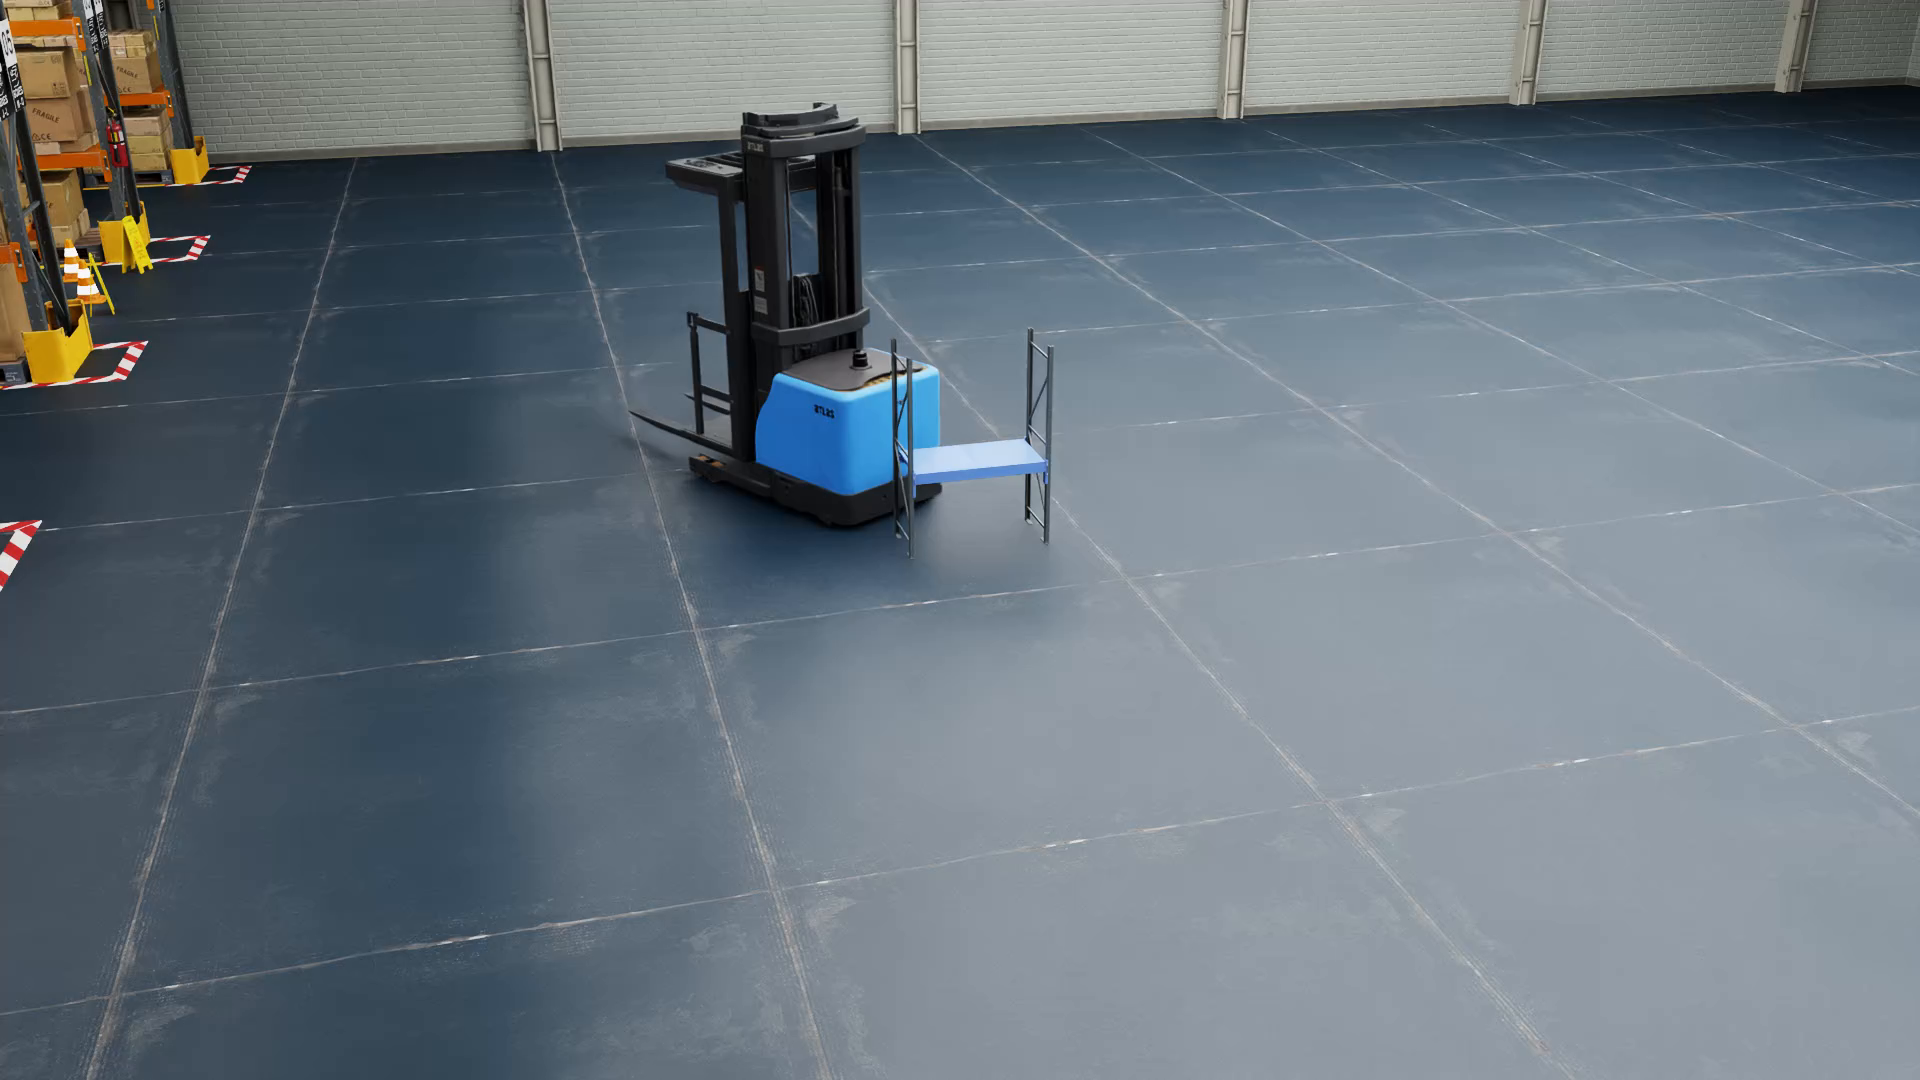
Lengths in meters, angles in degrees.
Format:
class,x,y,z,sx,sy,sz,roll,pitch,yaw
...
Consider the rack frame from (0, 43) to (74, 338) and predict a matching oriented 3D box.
class,x,y,z,sx,sy,sz,roll,pitch,yaw
rack frame,-8.764,-3.081,15.625,0.127,3.000,1.000,-6,24,-14

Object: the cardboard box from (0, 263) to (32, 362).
class,x,y,z,sx,sy,sz,roll,pitch,yaw
cardboard box,-9.400,-2.200,15.735,0.875,0.875,0.875,-6,24,-14

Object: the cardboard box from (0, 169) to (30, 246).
class,x,y,z,sx,sy,sz,roll,pitch,yaw
cardboard box,-9.110,-3.093,15.464,0.550,0.550,0.875,-6,24,-14

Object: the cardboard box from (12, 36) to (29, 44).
class,x,y,z,sx,sy,sz,roll,pitch,yaw
cardboard box,-13.307,-7.030,23.503,0.250,0.149,0.380,-6,24,-14

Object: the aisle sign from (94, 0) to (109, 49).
class,x,y,z,sx,sy,sz,roll,pitch,yaw
aisle sign,-10.223,-6.268,19.757,0.004,0.787,0.394,-6,24,-14

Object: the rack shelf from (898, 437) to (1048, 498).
class,x,y,z,sx,sy,sz,roll,pitch,yaw
rack shelf,0.082,-0.533,12.046,1.000,0.185,0.538,-6,24,-14

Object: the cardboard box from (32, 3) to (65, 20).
class,x,y,z,sx,sy,sz,roll,pitch,yaw
cardboard box,-10.467,-6.068,19.102,0.250,0.149,0.380,-6,24,-14

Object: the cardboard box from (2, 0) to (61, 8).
class,x,y,z,sx,sy,sz,roll,pitch,yaw
cardboard box,-10.619,-6.239,18.994,0.500,0.250,0.500,-7,24,-15

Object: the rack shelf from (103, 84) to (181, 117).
class,x,y,z,sx,sy,sz,roll,pitch,yaw
rack shelf,-13.469,-6.290,24.016,4.000,0.370,1.077,-6,24,-14

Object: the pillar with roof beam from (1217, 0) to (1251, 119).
class,x,y,z,sx,sy,sz,roll,pitch,yaw
pillar with roof beam,6.037,-10.141,24.472,0.400,9.000,9.100,-6,24,-14

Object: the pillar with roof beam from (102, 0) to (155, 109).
class,x,y,z,sx,sy,sz,roll,pitch,yaw
pillar with roof beam,-11.294,-8.224,20.004,0.400,9.000,9.100,-6,24,-14

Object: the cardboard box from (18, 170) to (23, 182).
class,x,y,z,sx,sy,sz,roll,pitch,yaw
cardboard box,-11.235,-4.272,19.584,0.250,0.149,0.380,-6,24,-13

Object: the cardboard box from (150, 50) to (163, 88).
class,x,y,z,sx,sy,sz,roll,pitch,yaw
cardboard box,-12.095,-6.932,24.474,0.500,0.500,0.500,-6,24,-13

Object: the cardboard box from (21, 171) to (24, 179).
class,x,y,z,sx,sy,sz,roll,pitch,yaw
cardboard box,-11.575,-4.182,20.196,0.500,0.500,0.500,-7,24,-16

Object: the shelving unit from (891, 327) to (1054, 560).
class,x,y,z,sx,sy,sz,roll,pitch,yaw
shelving unit,0.082,-0.698,11.975,1.048,1.500,0.538,-6,24,-14

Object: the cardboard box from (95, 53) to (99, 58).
class,x,y,z,sx,sy,sz,roll,pitch,yaw
cardboard box,-12.306,-6.991,23.790,0.250,0.149,0.380,-6,24,-13

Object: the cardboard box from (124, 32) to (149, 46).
class,x,y,z,sx,sy,sz,roll,pitch,yaw
cardboard box,-11.831,-7.196,23.889,0.250,0.149,0.380,-6,24,-14

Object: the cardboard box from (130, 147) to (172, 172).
class,x,y,z,sx,sy,sz,roll,pitch,yaw
cardboard box,-11.910,-5.593,24.434,0.500,0.250,0.500,-6,24,-14

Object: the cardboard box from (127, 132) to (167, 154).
class,x,y,z,sx,sy,sz,roll,pitch,yaw
cardboard box,-11.928,-5.822,24.334,0.500,0.250,0.500,-7,24,-15

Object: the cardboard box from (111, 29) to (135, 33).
class,x,y,z,sx,sy,sz,roll,pitch,yaw
cardboard box,-12.197,-7.355,24.260,0.250,0.149,0.380,-5,24,-13

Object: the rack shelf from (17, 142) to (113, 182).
class,x,y,z,sx,sy,sz,roll,pitch,yaw
rack shelf,-12.125,-4.405,19.625,4.000,0.370,1.077,-6,24,-14

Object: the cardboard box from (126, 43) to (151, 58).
class,x,y,z,sx,sy,sz,roll,pitch,yaw
cardboard box,-11.801,-7.034,23.889,0.250,0.149,0.380,-6,24,-14

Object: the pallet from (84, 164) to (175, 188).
class,x,y,z,sx,sy,sz,roll,pitch,yaw
pallet,-12.268,-5.454,24.694,1.213,0.211,1.003,-6,24,-14

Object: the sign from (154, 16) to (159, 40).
class,x,y,z,sx,sy,sz,roll,pitch,yaw
sign,-11.410,-7.267,23.613,0.005,0.325,0.100,-6,24,-14

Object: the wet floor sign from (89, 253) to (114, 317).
class,x,y,z,sx,sy,sz,roll,pitch,yaw
wet floor sign,-9.271,-2.753,17.849,0.232,0.644,0.267,-11,25,-23

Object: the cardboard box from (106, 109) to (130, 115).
class,x,y,z,sx,sy,sz,roll,pitch,yaw
cardboard box,-12.537,-6.188,24.554,0.500,0.250,0.500,-6,24,-14

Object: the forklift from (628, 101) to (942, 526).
class,x,y,z,sx,sy,sz,roll,pitch,yaw
forklift,-1.544,-1.935,13.043,3.031,2.935,1.130,21,31,40

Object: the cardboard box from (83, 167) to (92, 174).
class,x,y,z,sx,sy,sz,roll,pitch,yaw
cardboard box,-12.876,-5.493,24.203,0.500,0.250,0.500,-6,24,-14

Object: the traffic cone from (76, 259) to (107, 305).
class,x,y,z,sx,sy,sz,roll,pitch,yaw
traffic cone,-9.637,-2.863,18.334,0.334,0.463,0.336,-6,24,-14

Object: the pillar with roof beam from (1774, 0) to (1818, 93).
class,x,y,z,sx,sy,sz,roll,pitch,yaw
pillar with roof beam,17.591,-11.419,27.451,0.400,9.000,9.100,-6,24,-14

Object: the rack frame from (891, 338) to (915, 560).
class,x,y,z,sx,sy,sz,roll,pitch,yaw
rack frame,-0.407,-0.644,11.849,0.032,1.500,0.500,-6,24,-14

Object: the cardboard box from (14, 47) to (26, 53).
class,x,y,z,sx,sy,sz,roll,pitch,yaw
cardboard box,-11.121,-5.403,19.266,0.500,0.500,0.700,-6,24,-14

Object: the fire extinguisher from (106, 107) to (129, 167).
class,x,y,z,sx,sy,sz,roll,pitch,yaw
fire extinguisher,-9.964,-4.751,19.616,0.183,0.674,0.296,-6,24,-14

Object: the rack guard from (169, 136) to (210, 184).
class,x,y,z,sx,sy,sz,roll,pitch,yaw
rack guard,-11.520,-5.687,24.870,0.348,0.500,1.175,-6,24,-14

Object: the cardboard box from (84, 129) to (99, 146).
class,x,y,z,sx,sy,sz,roll,pitch,yaw
cardboard box,-10.582,-4.876,20.128,0.250,0.149,0.380,-6,24,-14

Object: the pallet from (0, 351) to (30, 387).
class,x,y,z,sx,sy,sz,roll,pitch,yaw
pallet,-9.513,-1.684,15.907,1.213,0.211,1.003,-6,24,-14

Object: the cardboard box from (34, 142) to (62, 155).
class,x,y,z,sx,sy,sz,roll,pitch,yaw
cardboard box,-10.715,-4.643,19.586,0.250,0.149,0.380,-7,24,-15

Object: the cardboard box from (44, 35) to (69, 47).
class,x,y,z,sx,sy,sz,roll,pitch,yaw
cardboard box,-12.786,-7.051,23.553,0.250,0.149,0.380,-6,24,-13

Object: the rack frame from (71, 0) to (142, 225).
class,x,y,z,sx,sy,sz,roll,pitch,yaw
rack frame,-10.199,-4.949,19.980,0.127,3.000,1.000,-6,24,-14

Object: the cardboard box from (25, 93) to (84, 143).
class,x,y,z,sx,sy,sz,roll,pitch,yaw
cardboard box,-10.647,-4.969,19.523,0.500,0.500,0.500,-7,24,-15

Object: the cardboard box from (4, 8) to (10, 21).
class,x,y,z,sx,sy,sz,roll,pitch,yaw
cardboard box,-10.963,-6.014,18.975,0.250,0.149,0.380,-6,24,-13

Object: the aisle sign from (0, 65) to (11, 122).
class,x,y,z,sx,sy,sz,roll,pitch,yaw
aisle sign,-8.615,-4.169,14.865,0.004,0.787,0.394,-6,24,-14

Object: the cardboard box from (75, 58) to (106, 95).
class,x,y,z,sx,sy,sz,roll,pitch,yaw
cardboard box,-12.448,-6.675,23.876,0.500,0.500,0.500,-6,24,-13

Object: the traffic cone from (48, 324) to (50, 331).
class,x,y,z,sx,sy,sz,roll,pitch,yaw
traffic cone,-9.659,-2.397,17.250,0.334,0.463,0.336,-6,24,-14

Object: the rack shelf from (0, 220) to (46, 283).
class,x,y,z,sx,sy,sz,roll,pitch,yaw
rack shelf,-10.690,-2.537,15.271,4.000,0.370,1.077,-6,24,-14

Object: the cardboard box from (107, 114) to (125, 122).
class,x,y,z,sx,sy,sz,roll,pitch,yaw
cardboard box,-12.392,-5.998,24.111,0.500,0.250,0.500,-6,24,-13

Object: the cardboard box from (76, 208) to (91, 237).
class,x,y,z,sx,sy,sz,roll,pitch,yaw
cardboard box,-11.050,-3.898,20.484,0.500,0.250,0.500,-7,24,-15

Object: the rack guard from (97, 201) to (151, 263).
class,x,y,z,sx,sy,sz,roll,pitch,yaw
rack guard,-10.272,-3.792,20.454,0.348,0.500,1.175,-6,24,-14
